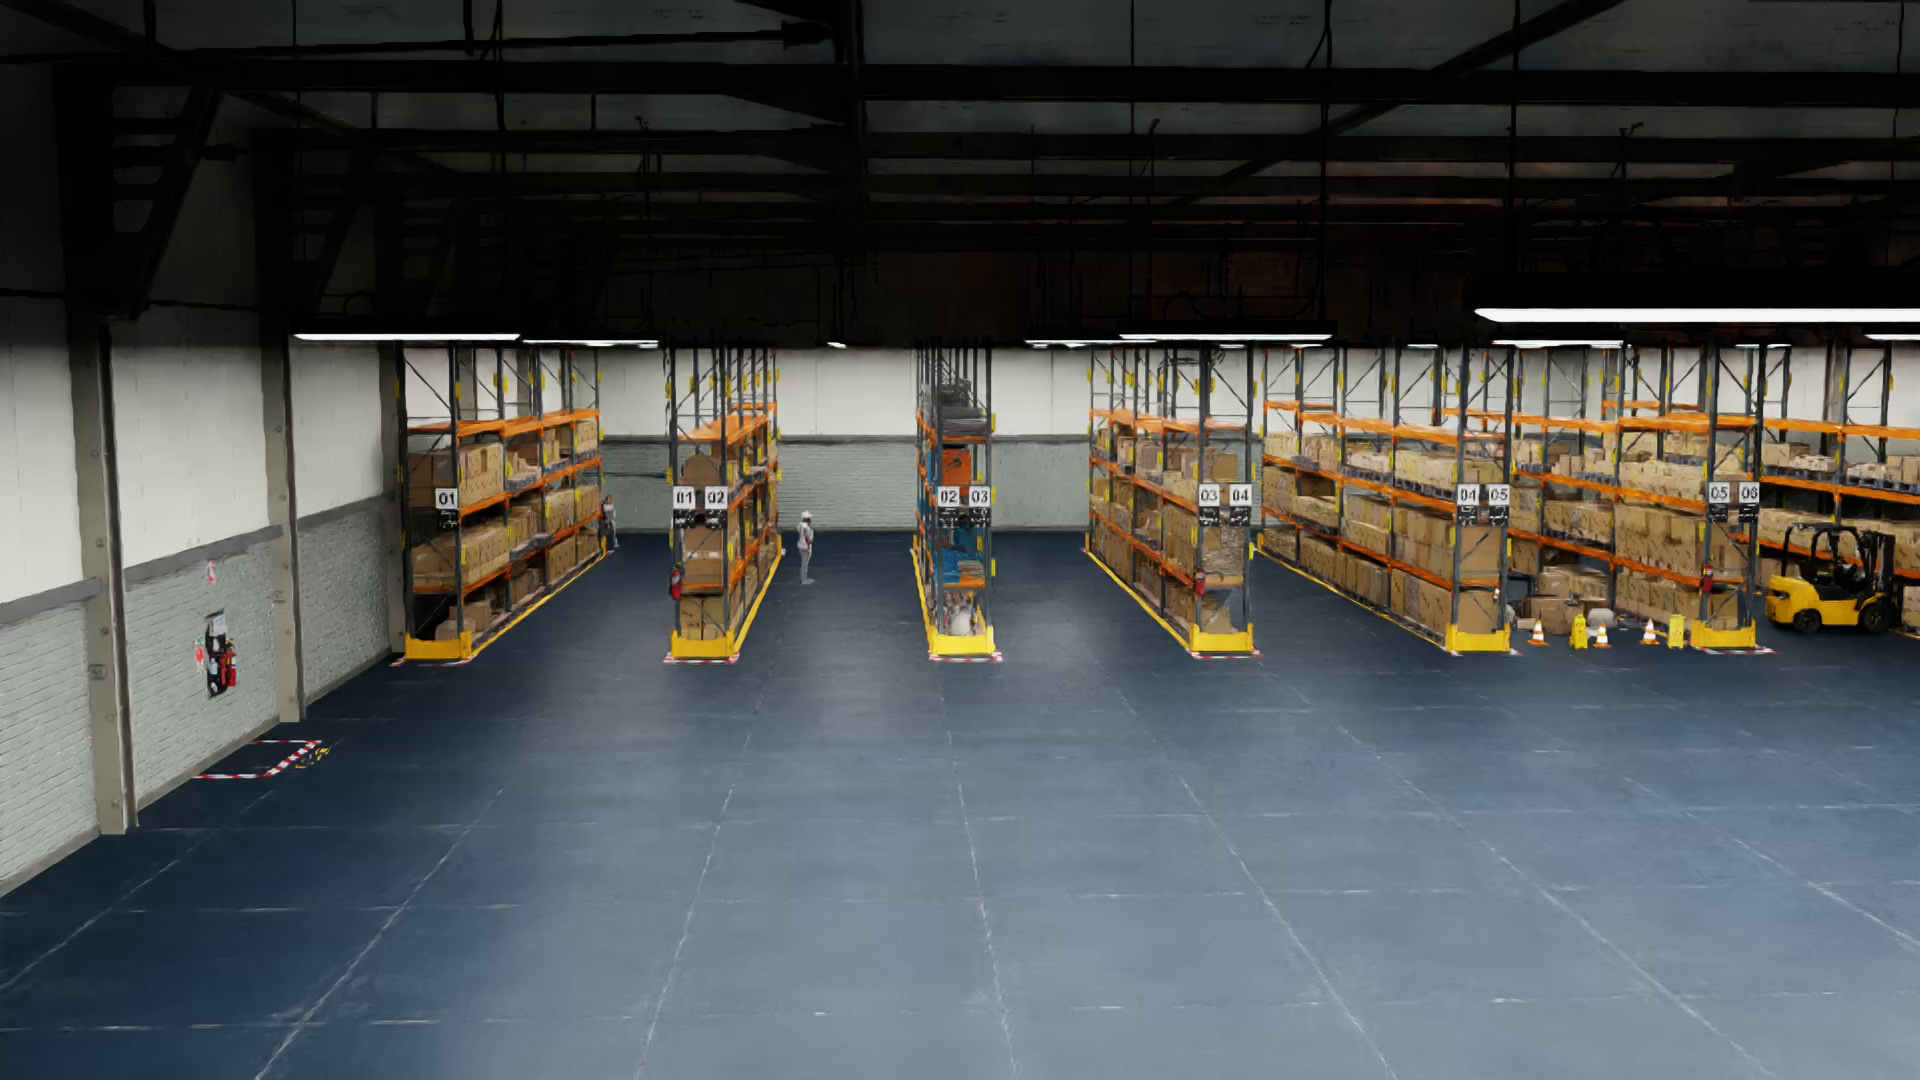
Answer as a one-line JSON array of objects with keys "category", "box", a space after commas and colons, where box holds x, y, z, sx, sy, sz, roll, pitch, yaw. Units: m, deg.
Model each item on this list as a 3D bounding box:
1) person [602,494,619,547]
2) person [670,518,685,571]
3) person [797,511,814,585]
[{"category": "person", "box": [-10.306, -0.526, 48.760, 0.454, 1.430, 0.880, -3, 7, -26]}, {"category": "person", "box": [-7.301, -0.057, 43.437, 0.542, 1.675, 1.126, 0, 6, -1]}, {"category": "person", "box": [-3.750, 0.186, 40.791, 0.477, 1.789, 0.634, -3, 7, -23]}]
